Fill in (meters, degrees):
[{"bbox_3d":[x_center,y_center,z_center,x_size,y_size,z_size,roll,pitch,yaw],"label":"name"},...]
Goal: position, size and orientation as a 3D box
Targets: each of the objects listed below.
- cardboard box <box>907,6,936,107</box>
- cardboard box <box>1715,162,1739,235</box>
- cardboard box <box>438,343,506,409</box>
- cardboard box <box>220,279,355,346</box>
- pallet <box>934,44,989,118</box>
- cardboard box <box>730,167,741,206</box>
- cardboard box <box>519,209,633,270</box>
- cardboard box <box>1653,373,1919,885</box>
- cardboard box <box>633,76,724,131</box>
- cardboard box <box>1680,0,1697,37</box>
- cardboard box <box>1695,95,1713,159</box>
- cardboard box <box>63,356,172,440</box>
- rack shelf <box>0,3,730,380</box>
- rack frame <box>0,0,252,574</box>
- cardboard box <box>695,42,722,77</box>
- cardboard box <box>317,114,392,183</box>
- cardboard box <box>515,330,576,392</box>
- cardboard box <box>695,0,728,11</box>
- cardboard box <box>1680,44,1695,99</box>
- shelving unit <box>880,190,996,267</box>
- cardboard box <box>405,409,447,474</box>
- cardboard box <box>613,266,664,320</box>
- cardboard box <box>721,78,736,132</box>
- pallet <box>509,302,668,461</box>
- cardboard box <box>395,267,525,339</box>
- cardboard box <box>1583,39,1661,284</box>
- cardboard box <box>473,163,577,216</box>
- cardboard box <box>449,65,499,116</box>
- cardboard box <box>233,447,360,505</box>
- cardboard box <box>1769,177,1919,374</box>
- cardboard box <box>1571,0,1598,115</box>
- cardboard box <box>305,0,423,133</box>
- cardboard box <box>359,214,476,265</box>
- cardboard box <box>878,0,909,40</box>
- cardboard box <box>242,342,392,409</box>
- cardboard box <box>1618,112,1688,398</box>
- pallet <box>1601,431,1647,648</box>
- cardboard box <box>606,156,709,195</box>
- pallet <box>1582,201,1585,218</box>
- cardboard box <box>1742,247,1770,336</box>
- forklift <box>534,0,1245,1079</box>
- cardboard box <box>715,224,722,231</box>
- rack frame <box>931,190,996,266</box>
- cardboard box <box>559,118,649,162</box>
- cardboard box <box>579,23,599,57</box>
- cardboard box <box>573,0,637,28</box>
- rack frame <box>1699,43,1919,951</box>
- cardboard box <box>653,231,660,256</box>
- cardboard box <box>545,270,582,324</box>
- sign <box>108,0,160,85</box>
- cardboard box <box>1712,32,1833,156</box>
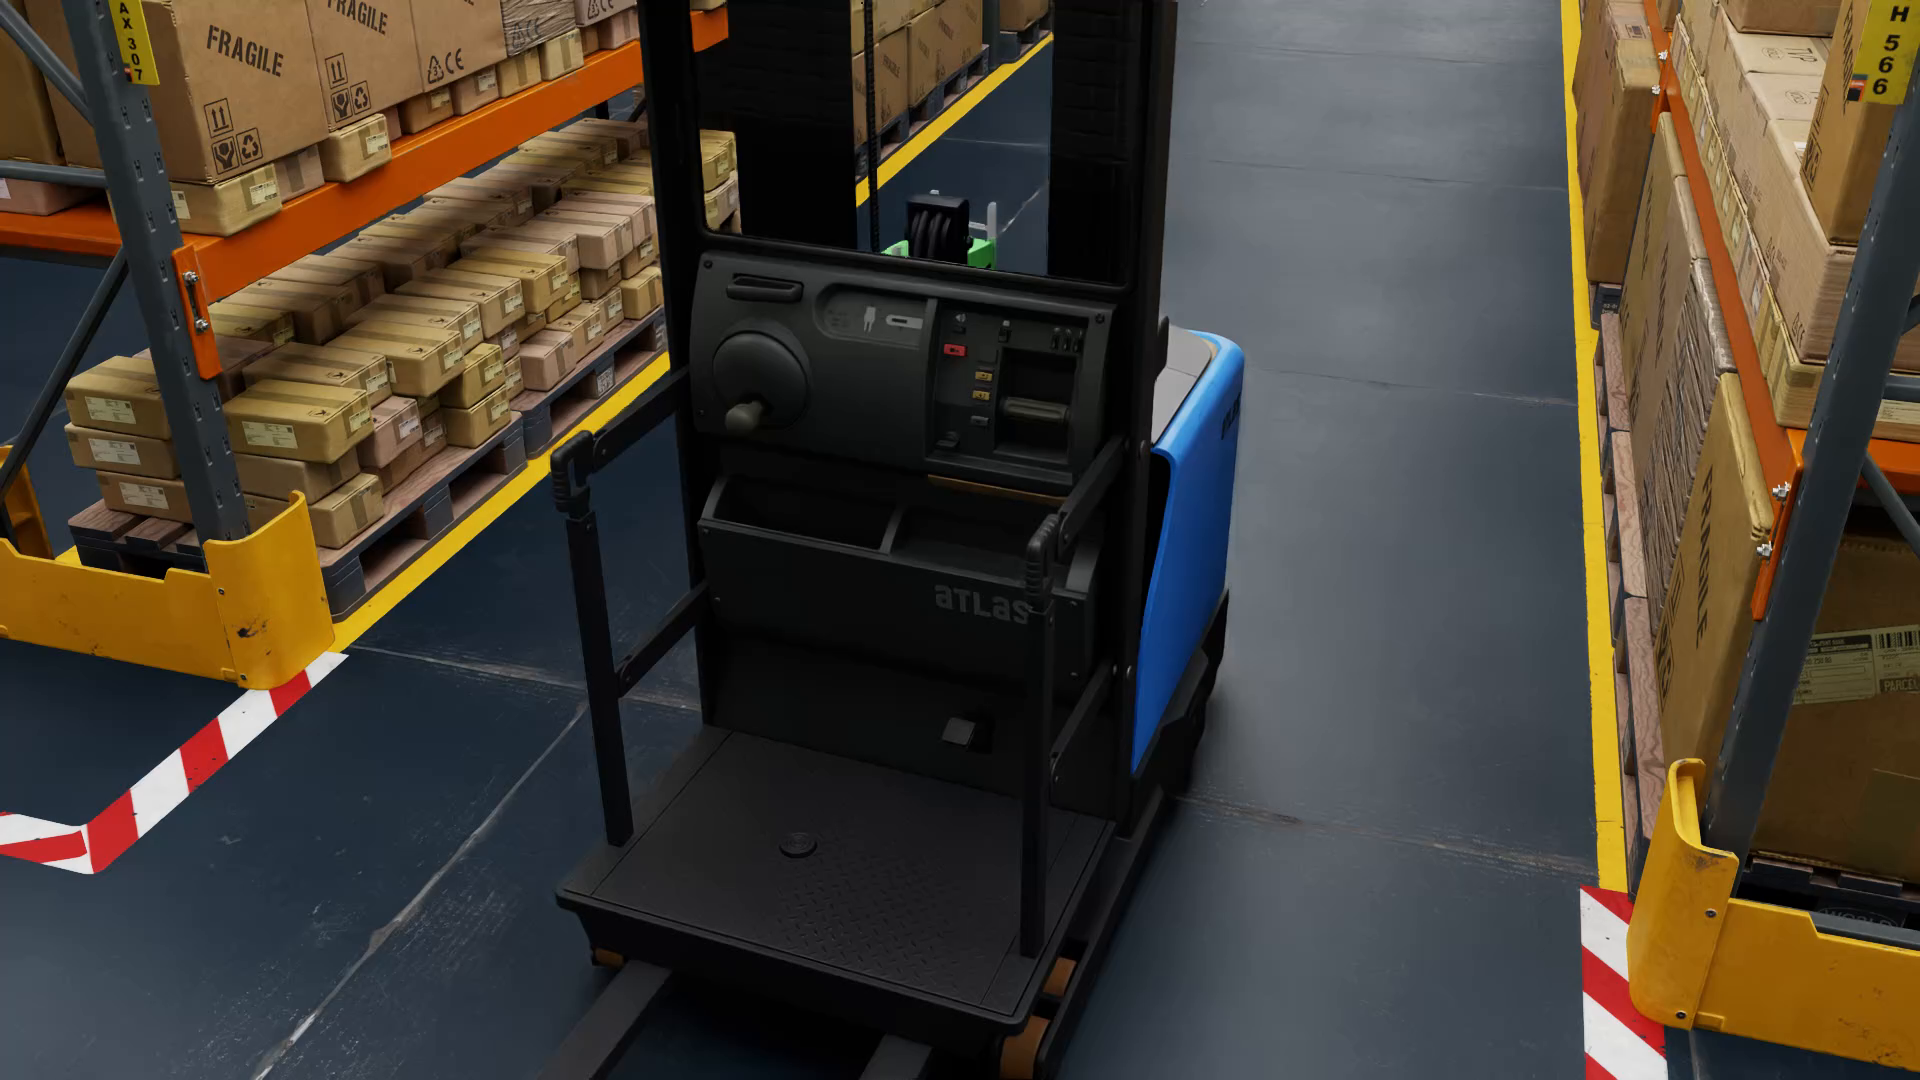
[{"bbox_3d":[-0.454,-2.960,10.124,0.500,0.500,0.500,7,30,13],"label":"cardboard box"},{"bbox_3d":[2.312,-0.926,4.588,0.380,0.149,0.250,9,30,15],"label":"cardboard box"},{"bbox_3d":[-1.864,-0.607,5.950,0.380,0.149,0.250,9,30,16],"label":"cardboard box"},{"bbox_3d":[-2.431,-0.821,6.029,0.380,0.149,0.250,7,30,13],"label":"cardboard box"},{"bbox_3d":[-0.446,-3.119,11.140,1.003,0.211,1.213,8,30,15],"label":"pallet"},{"bbox_3d":[-1.178,-1.718,7.947,0.380,0.149,0.250,9,30,16],"label":"cardboard box"},{"bbox_3d":[-1.558,-1.220,6.747,0.380,0.149,0.250,7,30,13],"label":"cardboard box"},{"bbox_3d":[2.259,0.208,4.044,0.875,0.875,0.875,8,30,15],"label":"cardboard box"},{"bbox_3d":[-1.413,-2.313,8.961,0.500,0.500,0.500,8,30,14],"label":"cardboard box"},{"bbox_3d":[2.934,-1.970,6.055,0.500,0.250,0.500,8,30,14],"label":"cardboard box"},{"bbox_3d":[2.537,-1.285,5.232,0.380,0.149,0.250,9,30,15],"label":"cardboard box"},{"bbox_3d":[-2.651,-0.463,5.385,0.380,0.149,0.250,9,30,15],"label":"cardboard box"},{"bbox_3d":[-1.977,-1.598,6.277,1.077,0.370,4.000,8,30,15],"label":"rack shelf"},{"bbox_3d":[-2.564,-0.983,4.431,1.000,3.000,0.127,8,30,15],"label":"rack frame"},{"bbox_3d":[-1.413,-2.643,8.783,0.500,0.250,0.500,8,30,14],"label":"cardboard box"},{"bbox_3d":[-1.990,-1.218,5.113,0.380,0.149,0.250,8,30,13],"label":"cardboard box"},{"bbox_3d":[-1.719,-0.707,6.435,0.380,0.149,0.250,7,30,12],"label":"cardboard box"},{"bbox_3d":[-1.221,-2.430,7.292,0.380,0.149,0.250,8,30,14],"label":"cardboard box"},{"bbox_3d":[2.764,-1.643,5.876,0.380,0.149,0.250,9,30,17],"label":"cardboard box"},{"bbox_3d":[-0.131,-0.456,5.335,0.258,1.200,0.503,19,34,30],"label":"shelving unit"},{"bbox_3d":[-2.039,-0.368,5.827,0.380,0.149,0.250,9,30,15],"label":"cardboard box"},{"bbox_3d":[-1.483,-1.067,7.084,0.380,0.149,0.250,8,30,15],"label":"cardboard box"},{"bbox_3d":[-0.919,-2.238,8.828,0.500,0.500,0.500,10,31,17],"label":"cardboard box"},{"bbox_3d":[-1.909,-0.737,6.858,1.003,0.211,1.213,8,30,15],"label":"pallet"},{"bbox_3d":[-1.839,-0.874,6.124,0.380,0.149,0.250,10,31,17],"label":"cardboard box"},{"bbox_3d":[3.491,-1.642,7.370,1.225,0.875,0.875,9,30,15],"label":"cardboard box"},{"bbox_3d":[-1.908,-1.540,7.322,0.380,0.149,0.250,8,30,14],"label":"cardboard box"},{"bbox_3d":[-1.842,-1.592,5.784,0.380,0.149,0.250,8,30,14],"label":"cardboard box"},{"bbox_3d":[-2.165,-0.257,5.322,0.380,0.149,0.250,10,31,17],"label":"cardboard box"},{"bbox_3d":[2.037,-0.556,3.511,0.500,0.250,0.500,8,30,14],"label":"cardboard box"},{"bbox_3d":[4.274,-2.883,9.601,1.225,0.875,0.875,7,30,13],"label":"cardboard box"},{"bbox_3d":[-2.035,-1.578,5.092,0.500,0.500,0.500,9,30,15],"label":"cardboard box"},{"bbox_3d":[-2.172,-1.186,6.685,0.380,0.149,0.250,9,30,15],"label":"cardboard box"},{"bbox_3d":[-0.612,-3.050,9.516,0.500,0.250,0.500,10,31,17],"label":"cardboard box"},{"bbox_3d":[-2.119,-0.521,5.489,0.380,0.149,0.250,9,30,16],"label":"cardboard box"},{"bbox_3d":[3.052,-1.047,6.300,0.875,0.875,0.875,8,30,15],"label":"cardboard box"},{"bbox_3d":[2.668,0.043,5.456,1.003,0.211,1.213,8,30,15],"label":"pallet"},{"bbox_3d":[-1.349,-1.596,7.422,0.380,0.149,0.250,8,30,14],"label":"cardboard box"},{"bbox_3d":[3.833,-1.807,8.780,1.003,0.211,1.213,8,30,15],"label":"pallet"},{"bbox_3d":[2.088,-0.569,3.946,0.380,0.149,0.250,9,30,15],"label":"cardboard box"},{"bbox_3d":[-0.216,-0.318,3.307,1.130,2.935,3.031,11,31,18],"label":"forklift"},{"bbox_3d":[-1.335,-1.440,7.753,0.380,0.149,0.250,9,30,16],"label":"cardboard box"},{"bbox_3d":[0.010,-0.552,5.509,0.240,1.200,0.015,19,34,30],"label":"rack frame"},{"bbox_3d":[-1.689,-1.909,7.984,0.380,0.149,0.250,10,31,17],"label":"cardboard box"},{"bbox_3d":[-1.633,-1.957,6.441,0.380,0.149,0.250,8,30,14],"label":"cardboard box"},{"bbox_3d":[-1.562,-2.278,6.351,0.500,0.500,0.500,8,30,15],"label":"cardboard box"},{"bbox_3d":[2.148,-0.228,3.074,1.000,3.000,0.127,8,30,15],"label":"rack frame"},{"bbox_3d":[-1.475,-1.361,7.305,0.380,0.149,0.250,9,30,15],"label":"cardboard box"},{"bbox_3d":[-1.748,-1.000,6.656,0.380,0.149,0.250,10,31,17],"label":"cardboard box"},{"bbox_3d":[-2.045,-1.284,4.082,0.100,0.325,0.005,8,30,15],"label":"sign"},{"bbox_3d":[2.484,-1.270,4.796,0.500,0.250,0.500,9,30,15],"label":"cardboard box"}]
